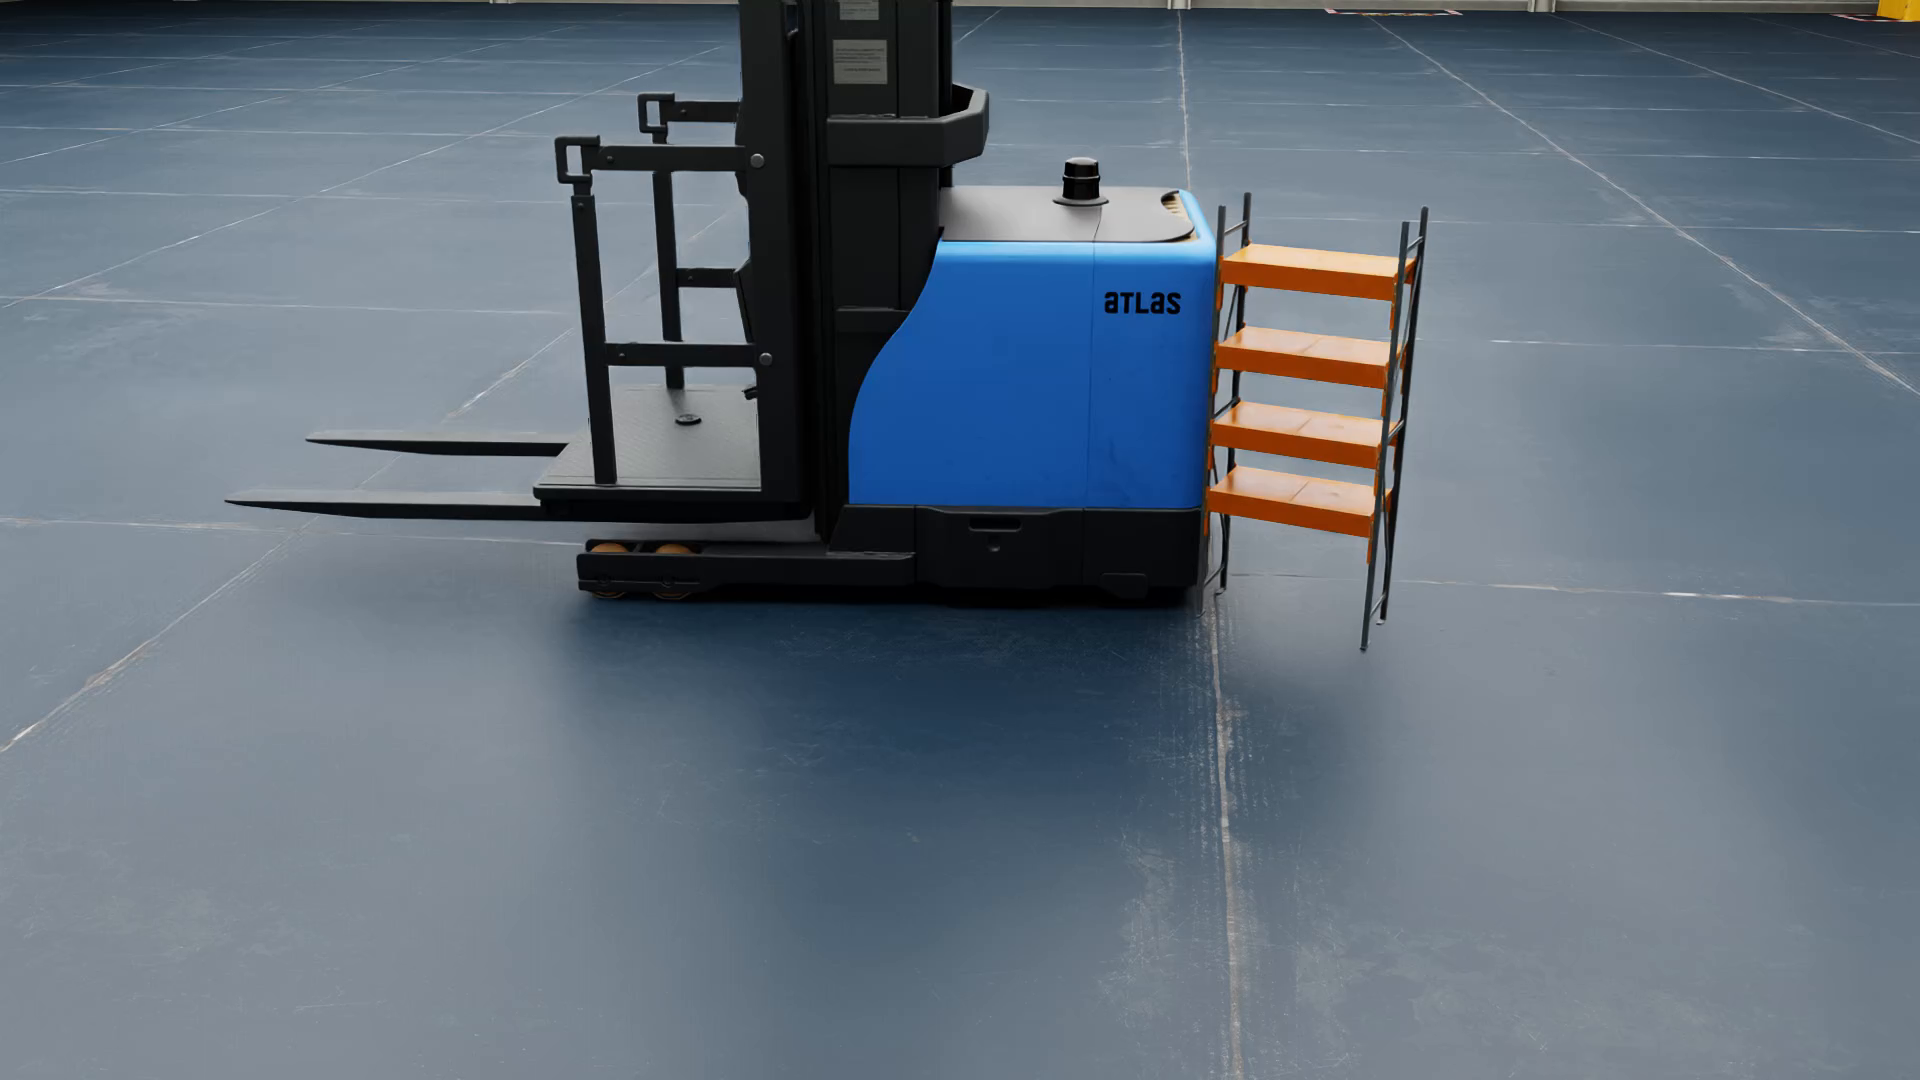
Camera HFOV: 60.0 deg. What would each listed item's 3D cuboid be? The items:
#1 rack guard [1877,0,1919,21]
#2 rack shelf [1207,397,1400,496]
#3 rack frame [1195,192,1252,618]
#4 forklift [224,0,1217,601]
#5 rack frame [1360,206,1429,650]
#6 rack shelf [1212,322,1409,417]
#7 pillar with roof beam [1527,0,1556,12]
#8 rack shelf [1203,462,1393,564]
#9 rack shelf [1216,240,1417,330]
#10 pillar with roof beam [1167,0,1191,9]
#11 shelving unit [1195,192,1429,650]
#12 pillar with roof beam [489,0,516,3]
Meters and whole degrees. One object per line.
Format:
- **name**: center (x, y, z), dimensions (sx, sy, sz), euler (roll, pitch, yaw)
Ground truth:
- **rack guard**: center (14.941, -8.517, 26.304), dimensions (0.348, 0.500, 1.175), euler (2, 22, 6)
- **rack shelf**: center (0.967, -0.267, 4.667), dimensions (0.480, 0.148, 0.258), euler (11, 24, 25)
- **rack frame**: center (0.750, -0.371, 4.746), dimensions (0.015, 1.200, 0.240), euler (11, 24, 25)
- **forklift**: center (-0.752, -1.374, 4.929), dimensions (3.031, 2.935, 1.130), euler (1, 22, 3)
- **rack frame**: center (1.185, -0.289, 4.539), dimensions (0.015, 1.200, 0.240), euler (11, 24, 25)
- **rack shelf**: center (0.967, -0.475, 4.585), dimensions (0.480, 0.148, 0.258), euler (11, 24, 25)
- **pillar with roof beam**: center (9.197, -11.446, 22.153), dimensions (0.400, 9.000, 9.100), euler (2, 22, 6)
- **rack shelf**: center (0.967, -0.083, 4.740), dimensions (0.480, 0.148, 0.258), euler (11, 24, 25)
- **rack shelf**: center (0.967, -0.695, 4.498), dimensions (0.480, 0.148, 0.258), euler (11, 24, 25)
- **pillar with roof beam**: center (3.239, -11.706, 22.810), dimensions (0.400, 9.000, 9.100), euler (2, 22, 6)
- **shelving unit**: center (0.967, -0.330, 4.643), dimensions (0.503, 1.200, 0.258), euler (11, 24, 25)
- **pillar with roof beam**: center (-8.678, -12.225, 24.123), dimensions (0.400, 9.000, 9.100), euler (2, 22, 6)
